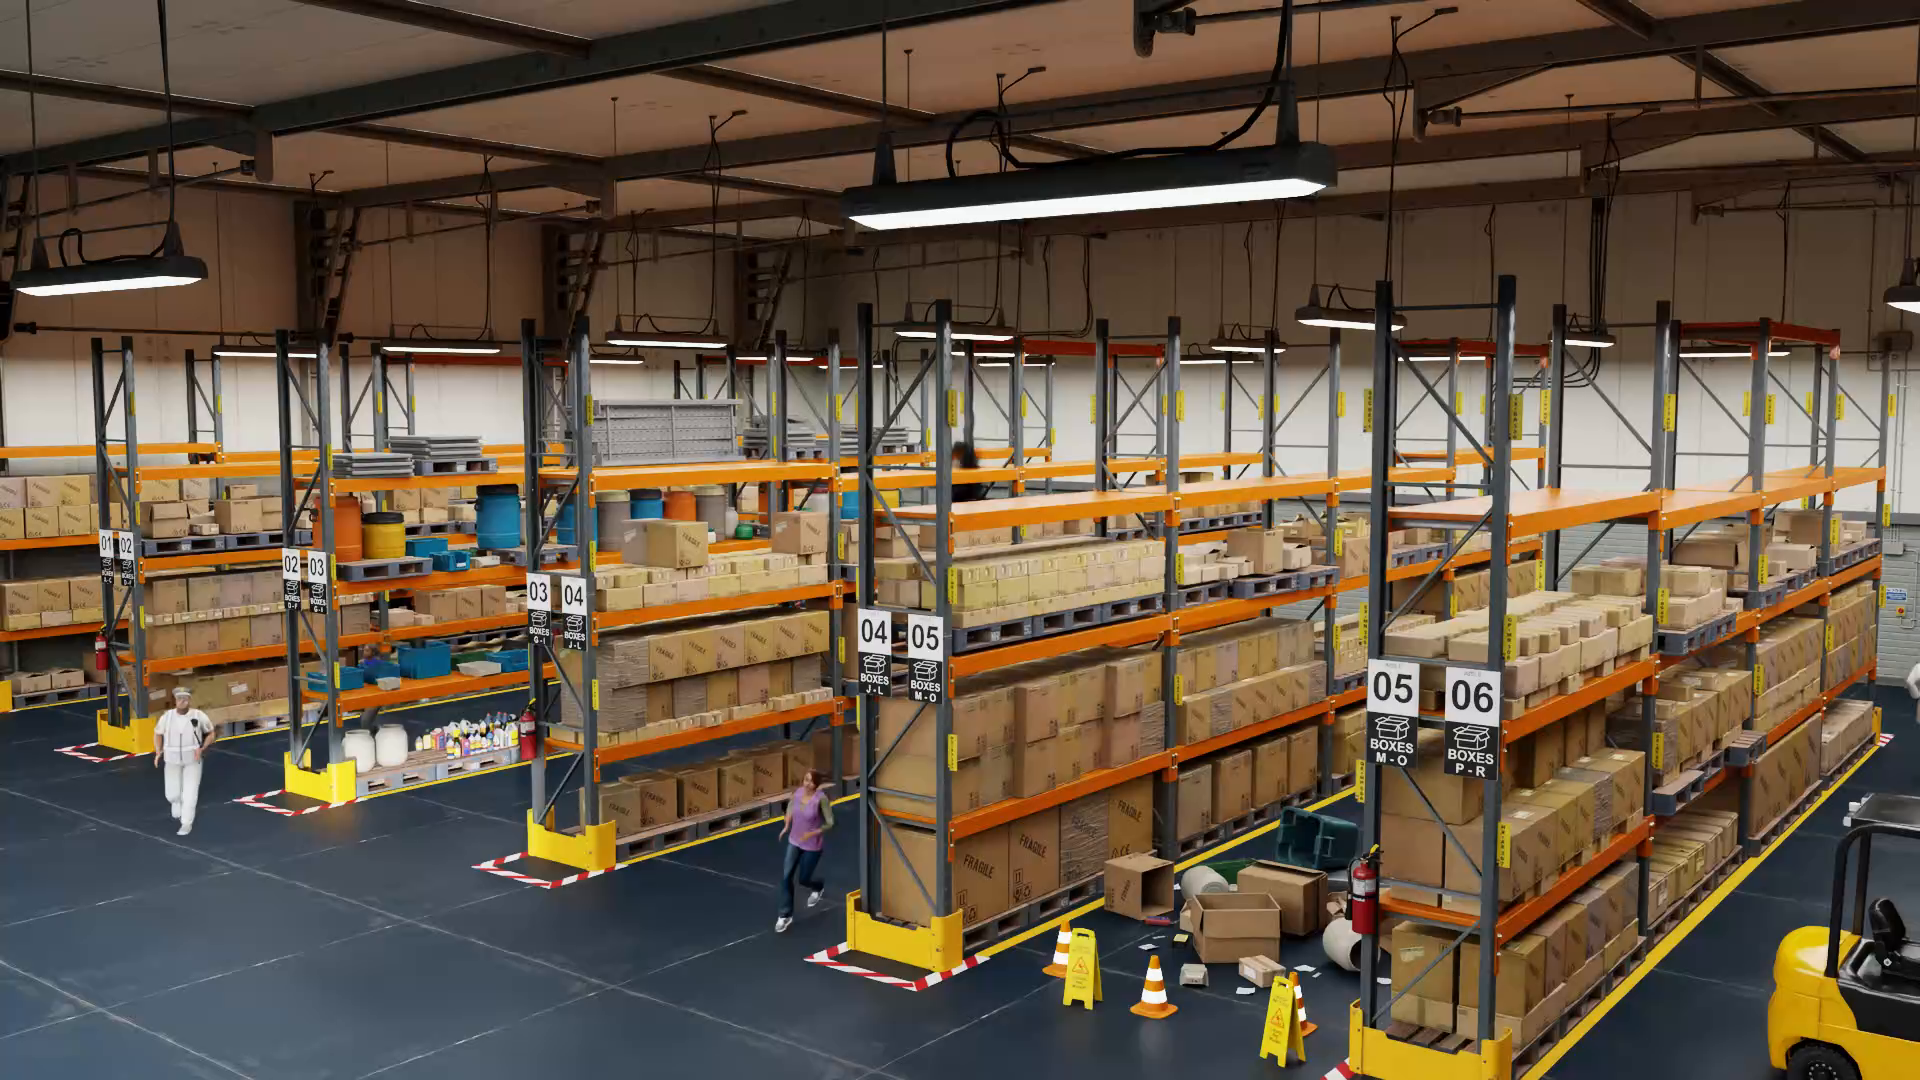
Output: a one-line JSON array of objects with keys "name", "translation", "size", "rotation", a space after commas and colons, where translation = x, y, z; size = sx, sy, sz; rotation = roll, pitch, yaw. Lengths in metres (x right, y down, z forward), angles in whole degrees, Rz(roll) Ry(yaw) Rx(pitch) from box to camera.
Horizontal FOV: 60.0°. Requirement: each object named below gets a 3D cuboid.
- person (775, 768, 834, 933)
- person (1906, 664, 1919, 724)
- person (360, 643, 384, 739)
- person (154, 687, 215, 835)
[{"name": "person", "translation": [-1.474, 2.986, 16.252], "size": [0.576, 1.583, 0.765], "rotation": [2, 5, 24]}, {"name": "person", "translation": [13.281, 2.299, 22.651], "size": [0.712, 1.756, 1.031], "rotation": [3, 6, 31]}, {"name": "person", "translation": [-8.447, 2.281, 23.808], "size": [0.576, 1.617, 0.573], "rotation": [4, 6, 37]}, {"name": "person", "translation": [-9.208, 2.596, 19.753], "size": [0.675, 1.738, 0.605], "rotation": [-2, 5, -18]}]
